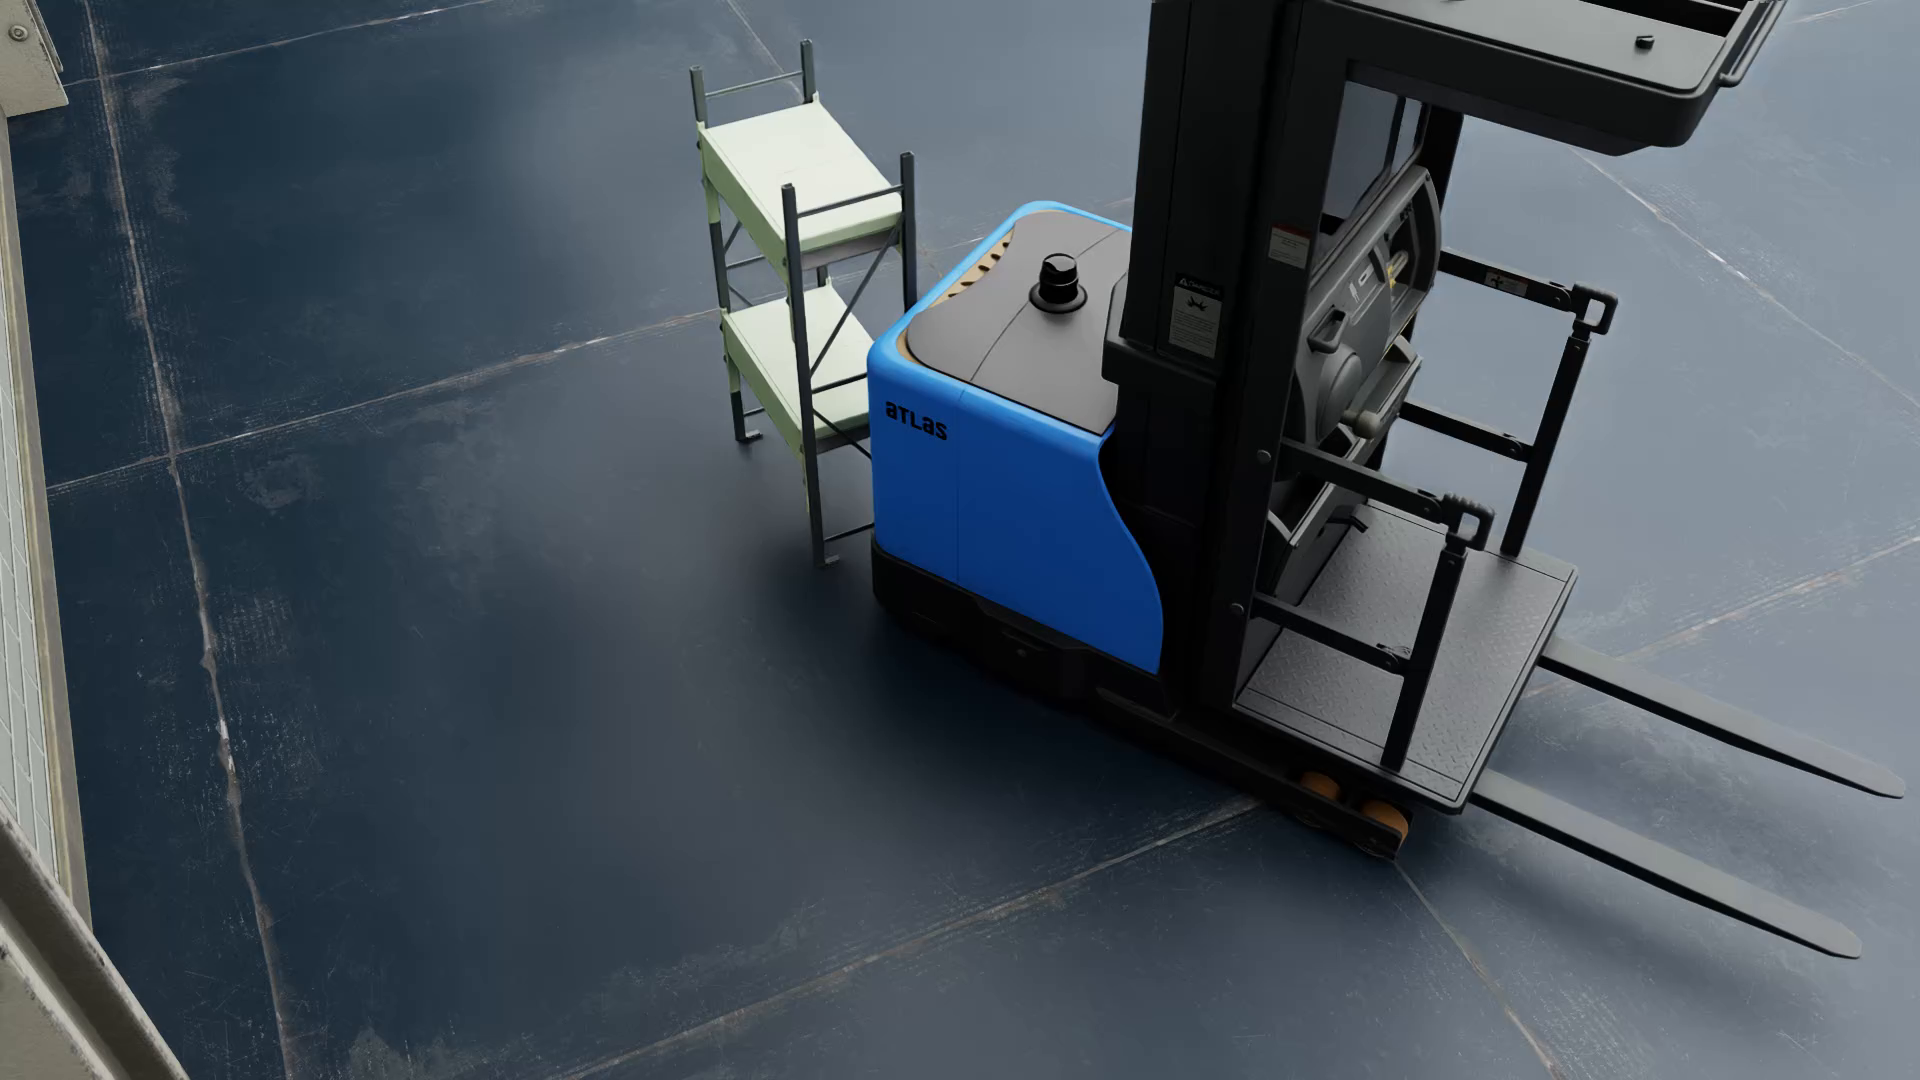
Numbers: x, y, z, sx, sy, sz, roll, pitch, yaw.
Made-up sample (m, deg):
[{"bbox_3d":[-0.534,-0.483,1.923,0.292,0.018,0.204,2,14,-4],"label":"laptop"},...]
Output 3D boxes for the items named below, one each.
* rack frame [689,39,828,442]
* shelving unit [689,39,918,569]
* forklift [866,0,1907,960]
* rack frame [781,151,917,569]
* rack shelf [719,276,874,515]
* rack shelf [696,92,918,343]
[{"bbox_3d":[-0.643,-0.965,5.660,0.400,1.500,0.023,-19,48,-19],"label":"rack frame"},{"bbox_3d":[-0.479,-0.735,5.427,0.431,1.500,0.755,-19,48,-19],"label":"shelving unit"},{"bbox_3d":[1.234,-0.557,4.228,3.031,2.935,1.130,24,49,22],"label":"forklift"},{"bbox_3d":[-0.314,-0.506,5.195,0.400,1.500,0.023,-19,48,-19],"label":"rack frame"},{"bbox_3d":[-0.479,-0.503,5.656,0.431,0.370,0.720,-19,48,-19],"label":"rack shelf"},{"bbox_3d":[-0.479,-1.013,5.153,0.431,0.370,0.720,-19,48,-19],"label":"rack shelf"}]
